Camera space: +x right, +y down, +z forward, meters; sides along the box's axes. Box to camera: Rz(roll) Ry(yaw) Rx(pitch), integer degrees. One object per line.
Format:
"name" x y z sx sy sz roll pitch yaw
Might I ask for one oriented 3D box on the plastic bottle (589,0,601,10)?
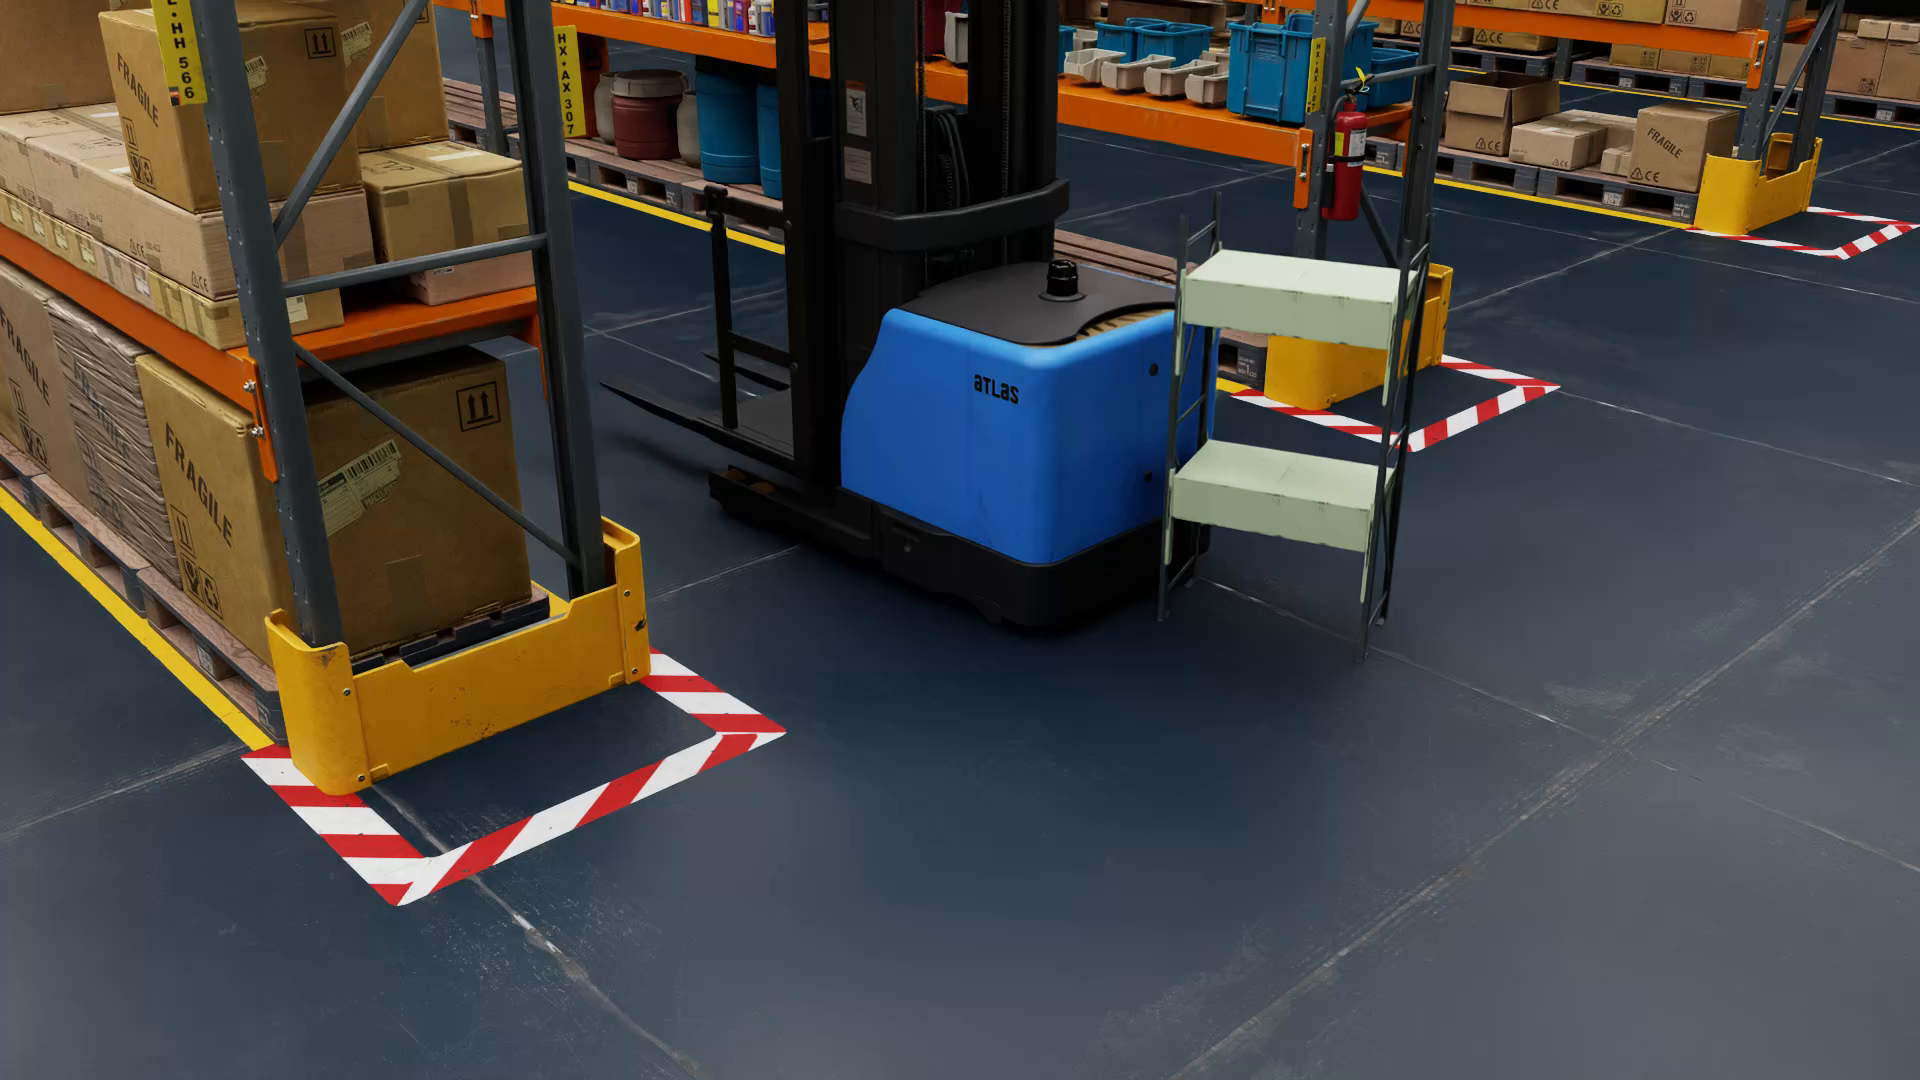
"plastic bottle" -2.638 -3.991 12.025 0.061 0.283 0.133 -21 32 -38

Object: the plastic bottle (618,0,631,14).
"plastic bottle" -2.340 -3.915 11.777 0.144 0.351 0.185 -21 32 -38

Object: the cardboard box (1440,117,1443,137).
"cardboard box" 3.626 -3.285 13.221 0.380 0.166 0.250 -21 32 -38

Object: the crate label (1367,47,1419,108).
"crate label" 2.085 -2.325 8.363 0.416 0.233 0.303 -21 32 -38

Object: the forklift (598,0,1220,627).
"forklift" -0.415 -1.540 6.594 1.130 2.935 3.031 -22 33 -40

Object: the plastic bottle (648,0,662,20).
"plastic bottle" -2.070 -3.764 11.536 0.152 0.276 0.135 -21 32 -38

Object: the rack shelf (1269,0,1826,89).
"rack shelf" 4.265 -3.889 12.527 1.077 0.370 4.000 -21 32 -38

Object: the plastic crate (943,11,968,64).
"plastic crate" 0.189 -2.876 9.512 0.437 0.282 0.530 -21 32 -38

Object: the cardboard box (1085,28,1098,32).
"cardboard box" 1.328 -4.411 15.286 0.500 0.500 0.500 22 33 40

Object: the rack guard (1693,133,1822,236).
"rack guard" 5.580 -2.496 11.619 1.175 0.500 0.348 -21 32 -38

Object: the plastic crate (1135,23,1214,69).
"plastic crate" 1.186 -2.724 9.237 0.416 0.233 0.300 -21 32 -38

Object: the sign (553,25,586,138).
"sign" -1.192 -1.386 5.037 0.100 0.325 0.005 -21 32 -38

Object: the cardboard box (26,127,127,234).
"cardboard box" -2.821 -1.248 5.693 0.500 0.250 0.500 22 33 40

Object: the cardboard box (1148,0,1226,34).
"cardboard box" 2.062 -4.745 15.115 0.500 0.250 0.500 -21 32 -38

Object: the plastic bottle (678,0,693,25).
"plastic bottle" -1.820 -3.653 11.292 0.152 0.276 0.135 -21 32 -38

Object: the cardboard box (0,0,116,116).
"cardboard box" -3.505 -1.896 6.210 0.500 0.500 0.500 -22 33 -40

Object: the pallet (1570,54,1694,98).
"pallet" 6.974 -4.707 16.814 1.003 0.211 1.213 -21 32 -38

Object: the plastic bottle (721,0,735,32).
"plastic bottle" -1.475 -3.500 10.957 0.152 0.276 0.135 -21 32 -38

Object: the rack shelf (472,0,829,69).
"rack shelf" -2.087 -3.697 12.106 1.077 0.370 4.000 -21 32 -38

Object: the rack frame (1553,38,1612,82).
"rack frame" 6.512 -6.228 16.789 1.000 3.000 0.127 -21 32 -38

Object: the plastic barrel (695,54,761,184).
"plastic barrel" -1.563 -3.038 11.819 0.600 0.901 0.708 -21 32 -38

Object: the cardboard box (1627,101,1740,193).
"cardboard box" 5.081 -2.768 11.685 0.500 0.500 0.500 -21 32 -38

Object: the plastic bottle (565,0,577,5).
"plastic bottle" -2.862 -4.090 12.243 0.061 0.283 0.133 -21 32 -38

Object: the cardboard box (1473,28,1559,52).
"cardboard box" 5.972 -5.601 17.499 0.750 0.750 0.750 -21 32 -38

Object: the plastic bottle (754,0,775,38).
"plastic bottle" -1.225 -3.389 10.715 0.152 0.276 0.135 -21 32 -38

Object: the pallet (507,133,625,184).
"pallet" -2.885 -3.134 13.366 1.003 0.211 1.213 -21 32 -38

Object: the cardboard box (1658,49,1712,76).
"cardboard box" 7.289 -4.873 16.324 0.700 0.500 0.500 -22 32 -39

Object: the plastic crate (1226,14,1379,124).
"plastic crate" 1.649 -2.298 8.058 0.616 0.435 0.499 -21 32 -38

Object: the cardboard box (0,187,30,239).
"cardboard box" -3.310 -1.243 6.163 0.380 0.149 0.250 -22 33 -40

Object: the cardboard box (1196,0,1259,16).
"cardboard box" 3.247 -6.706 20.318 0.700 0.500 0.500 -21 32 -38

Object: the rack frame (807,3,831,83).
"rack frame" -0.720 -3.418 10.628 1.000 3.000 0.127 -21 32 -38

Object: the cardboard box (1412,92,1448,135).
"cardboard box" 4.007 -3.479 13.473 0.500 0.311 0.500 -21 32 -38

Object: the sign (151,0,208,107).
"sign" -2.007 -1.286 4.274 0.100 0.325 0.005 -21 32 -38

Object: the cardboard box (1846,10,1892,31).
"cardboard box" 8.408 -4.797 15.376 0.380 0.149 0.250 -21 32 -38

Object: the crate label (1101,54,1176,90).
"crate label" 0.929 -2.478 8.814 0.396 0.136 0.243 -21 32 -38

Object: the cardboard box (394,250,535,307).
"cardboard box" -1.603 -0.888 5.385 0.380 0.149 0.250 -21 32 -38

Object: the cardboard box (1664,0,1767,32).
"cardboard box" 5.127 -3.714 11.157 0.500 0.500 0.500 -20 31 -37

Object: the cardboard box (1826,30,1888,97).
"cardboard box" 8.352 -4.406 15.299 0.700 0.500 0.500 -21 32 -39

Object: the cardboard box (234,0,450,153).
"cardboard box" -2.074 -1.583 5.524 0.500 0.500 0.500 -22 33 -40

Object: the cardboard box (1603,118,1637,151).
"cardboard box" 5.126 -2.956 12.398 0.500 0.250 0.500 -21 32 -38

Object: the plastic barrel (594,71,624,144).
"plastic barrel" -2.656 -3.400 13.080 0.421 0.512 0.421 0 25 0

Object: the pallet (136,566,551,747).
"pallet" -2.205 0.248 5.953 1.003 0.211 1.213 -21 32 -38

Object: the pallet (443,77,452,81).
"pallet" -5.623 -4.346 16.022 1.003 0.211 1.213 -21 32 -38

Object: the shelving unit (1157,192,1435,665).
"shelving unit" 1.147 -0.389 5.796 0.755 1.500 0.431 11 27 23

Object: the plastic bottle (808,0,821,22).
"plastic bottle" -1.008 -3.721 11.441 0.152 0.276 0.135 -21 32 -38

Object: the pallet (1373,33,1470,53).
"pallet" 5.091 -5.542 18.644 1.003 0.211 1.213 -21 32 -38

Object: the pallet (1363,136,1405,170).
"pallet" 3.367 -3.345 13.828 1.003 0.211 1.213 -21 32 -38

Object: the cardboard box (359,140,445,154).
"cardboard box" -2.093 -1.246 5.689 0.500 0.250 0.500 -22 32 -39

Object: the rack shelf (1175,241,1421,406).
"rack shelf" 1.147 -0.744 5.635 0.720 0.370 0.431 11 27 23

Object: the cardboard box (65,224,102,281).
"cardboard box" -2.784 -1.010 5.653 0.380 0.149 0.250 -22 33 -40

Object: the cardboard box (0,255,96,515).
"cardboard box" -3.328 -0.742 6.816 0.875 0.875 0.875 -21 32 -38

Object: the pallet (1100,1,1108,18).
"pallet" 2.415 -6.778 21.354 1.003 0.211 1.213 -21 32 -38

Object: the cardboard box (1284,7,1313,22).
"cardboard box" 4.184 -6.393 19.234 0.750 0.750 0.750 -22 32 -39

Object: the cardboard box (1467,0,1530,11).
"cardboard box" 4.089 -4.176 12.169 0.500 0.500 0.500 -22 32 -39

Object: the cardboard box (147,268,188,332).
"cardboard box" -2.264 -0.779 5.147 0.380 0.149 0.250 -21 32 -38

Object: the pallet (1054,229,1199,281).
"pallet" 0.649 -1.568 9.932 1.003 0.211 1.213 -21 32 -38
